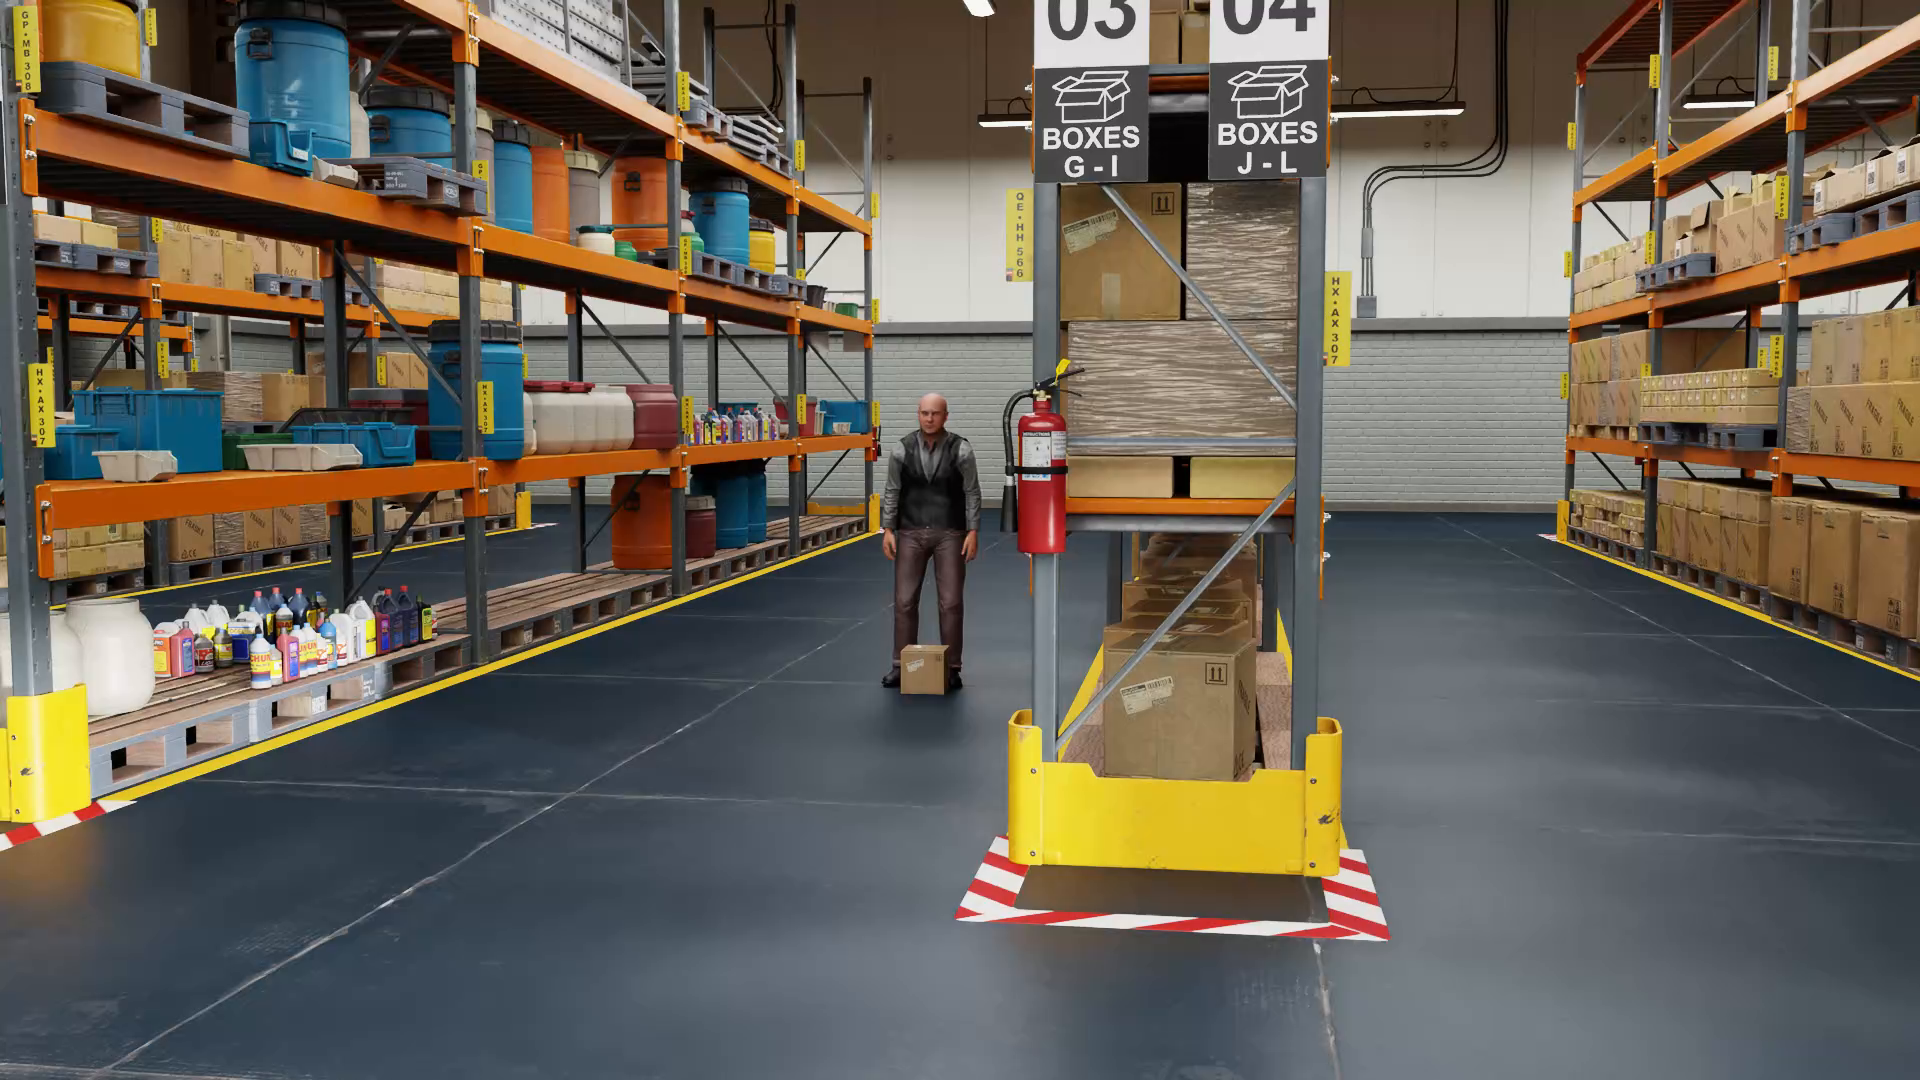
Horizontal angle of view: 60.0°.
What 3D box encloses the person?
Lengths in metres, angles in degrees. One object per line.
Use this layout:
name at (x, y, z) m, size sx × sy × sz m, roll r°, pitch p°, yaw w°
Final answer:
person at (-0.166, -0.005, 9.852) m, size 0.584 × 1.721 × 0.412 m, roll 1°, pitch 4°, yaw 8°
